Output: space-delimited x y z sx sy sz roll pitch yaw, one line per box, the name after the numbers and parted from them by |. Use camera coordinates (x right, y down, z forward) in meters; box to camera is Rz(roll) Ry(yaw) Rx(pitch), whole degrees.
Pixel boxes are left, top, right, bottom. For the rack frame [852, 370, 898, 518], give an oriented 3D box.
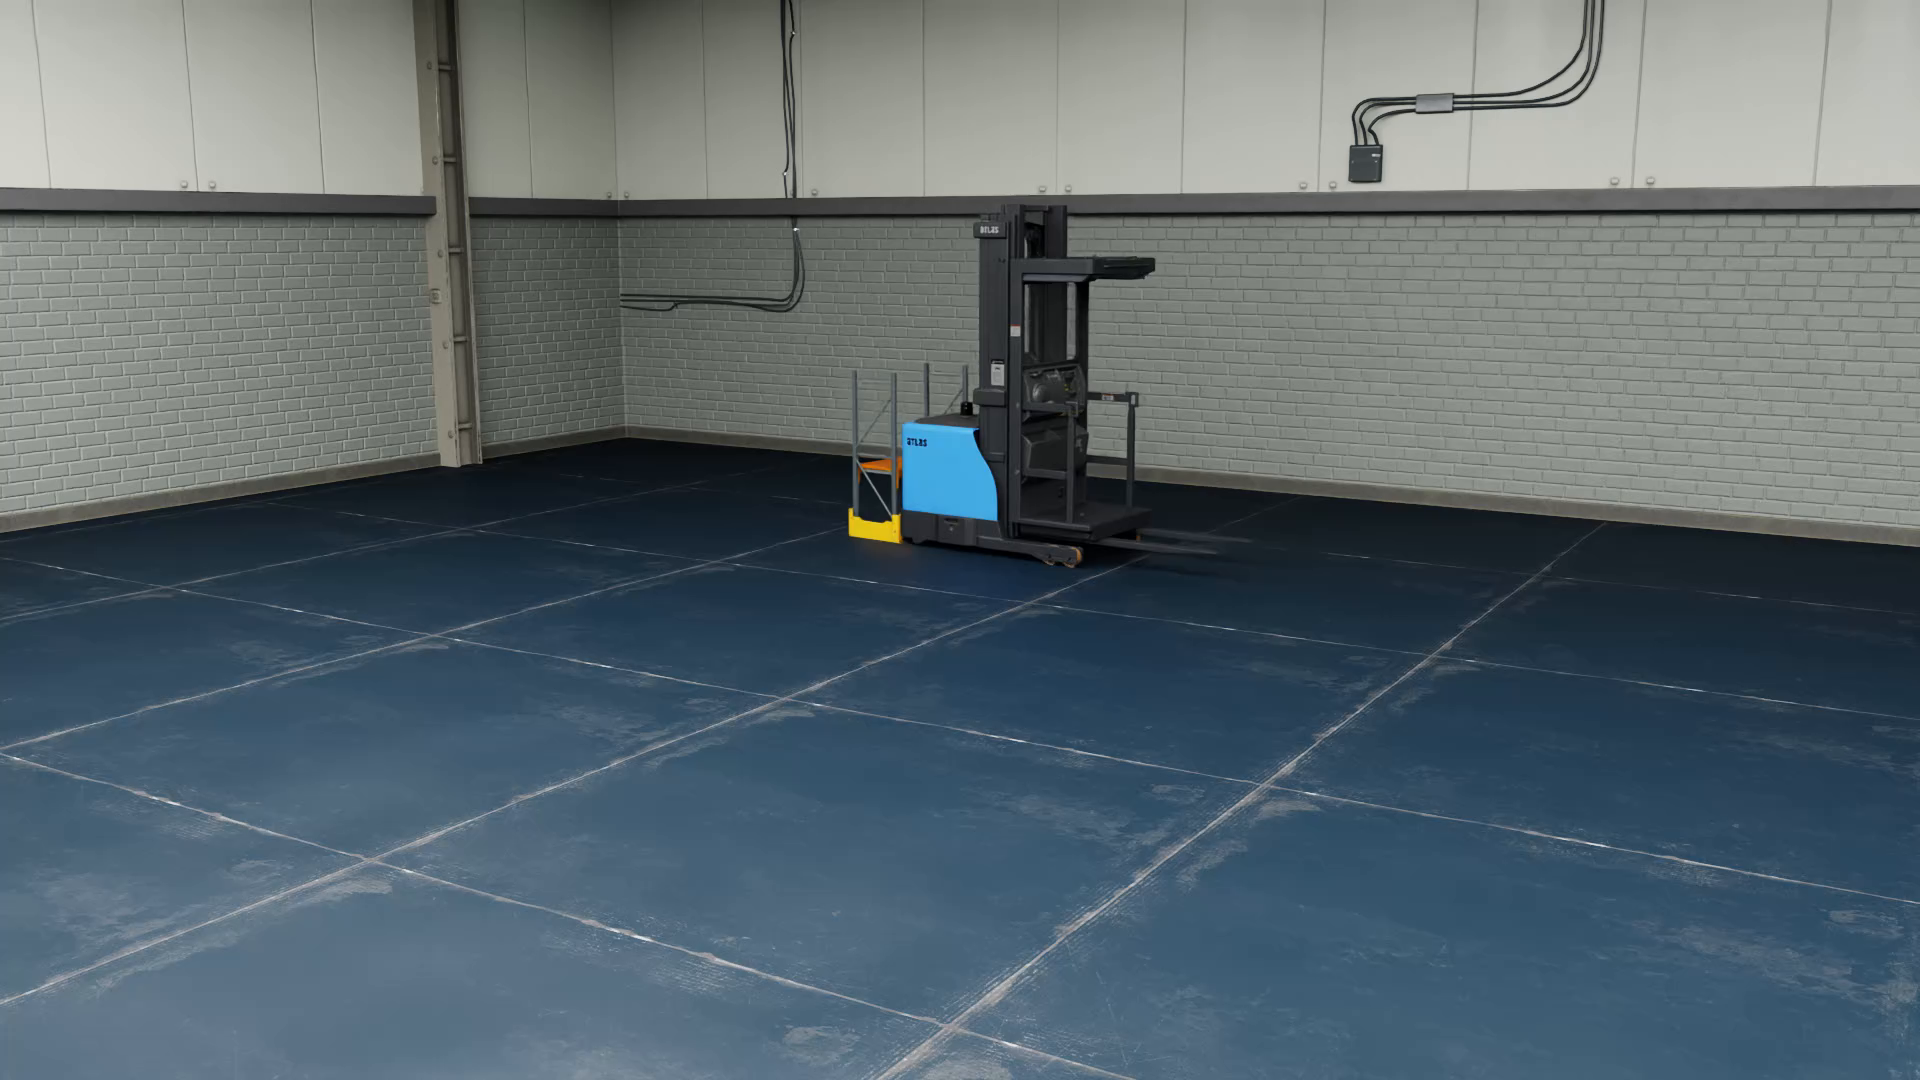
-0.758 -0.748 14.791 0.500 1.500 0.032 8 13 37 | rack frame

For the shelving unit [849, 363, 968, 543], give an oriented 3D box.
-0.451 -0.821 15.178 0.587 1.500 1.083 8 13 37 | shelving unit

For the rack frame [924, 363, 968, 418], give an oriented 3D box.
-0.133 -0.896 15.579 0.500 1.500 0.032 8 13 37 | rack frame

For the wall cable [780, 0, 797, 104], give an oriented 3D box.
-0.923 -6.352 19.059 3.097 2.526 0.112 6 12 31 | wall cable

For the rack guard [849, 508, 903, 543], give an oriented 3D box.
-0.757 -0.134 14.907 0.587 0.250 0.087 8 13 37 | rack guard

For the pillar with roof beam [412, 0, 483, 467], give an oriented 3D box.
-2.216 -4.906 16.622 9.100 9.000 0.400 6 12 31 | pillar with roof beam

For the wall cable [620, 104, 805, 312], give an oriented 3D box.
-3.235 -4.128 20.905 3.097 2.526 0.112 6 12 31 | wall cable

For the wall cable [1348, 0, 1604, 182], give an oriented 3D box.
4.870 -6.417 15.448 2.305 6.003 0.169 6 12 31 | wall cable

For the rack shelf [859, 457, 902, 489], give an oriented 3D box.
-0.446 -0.645 15.218 0.538 0.185 1.000 8 13 37 | rack shelf

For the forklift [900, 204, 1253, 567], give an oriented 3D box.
0.974 -1.326 13.987 3.031 2.935 1.130 7 13 34 | forklift
